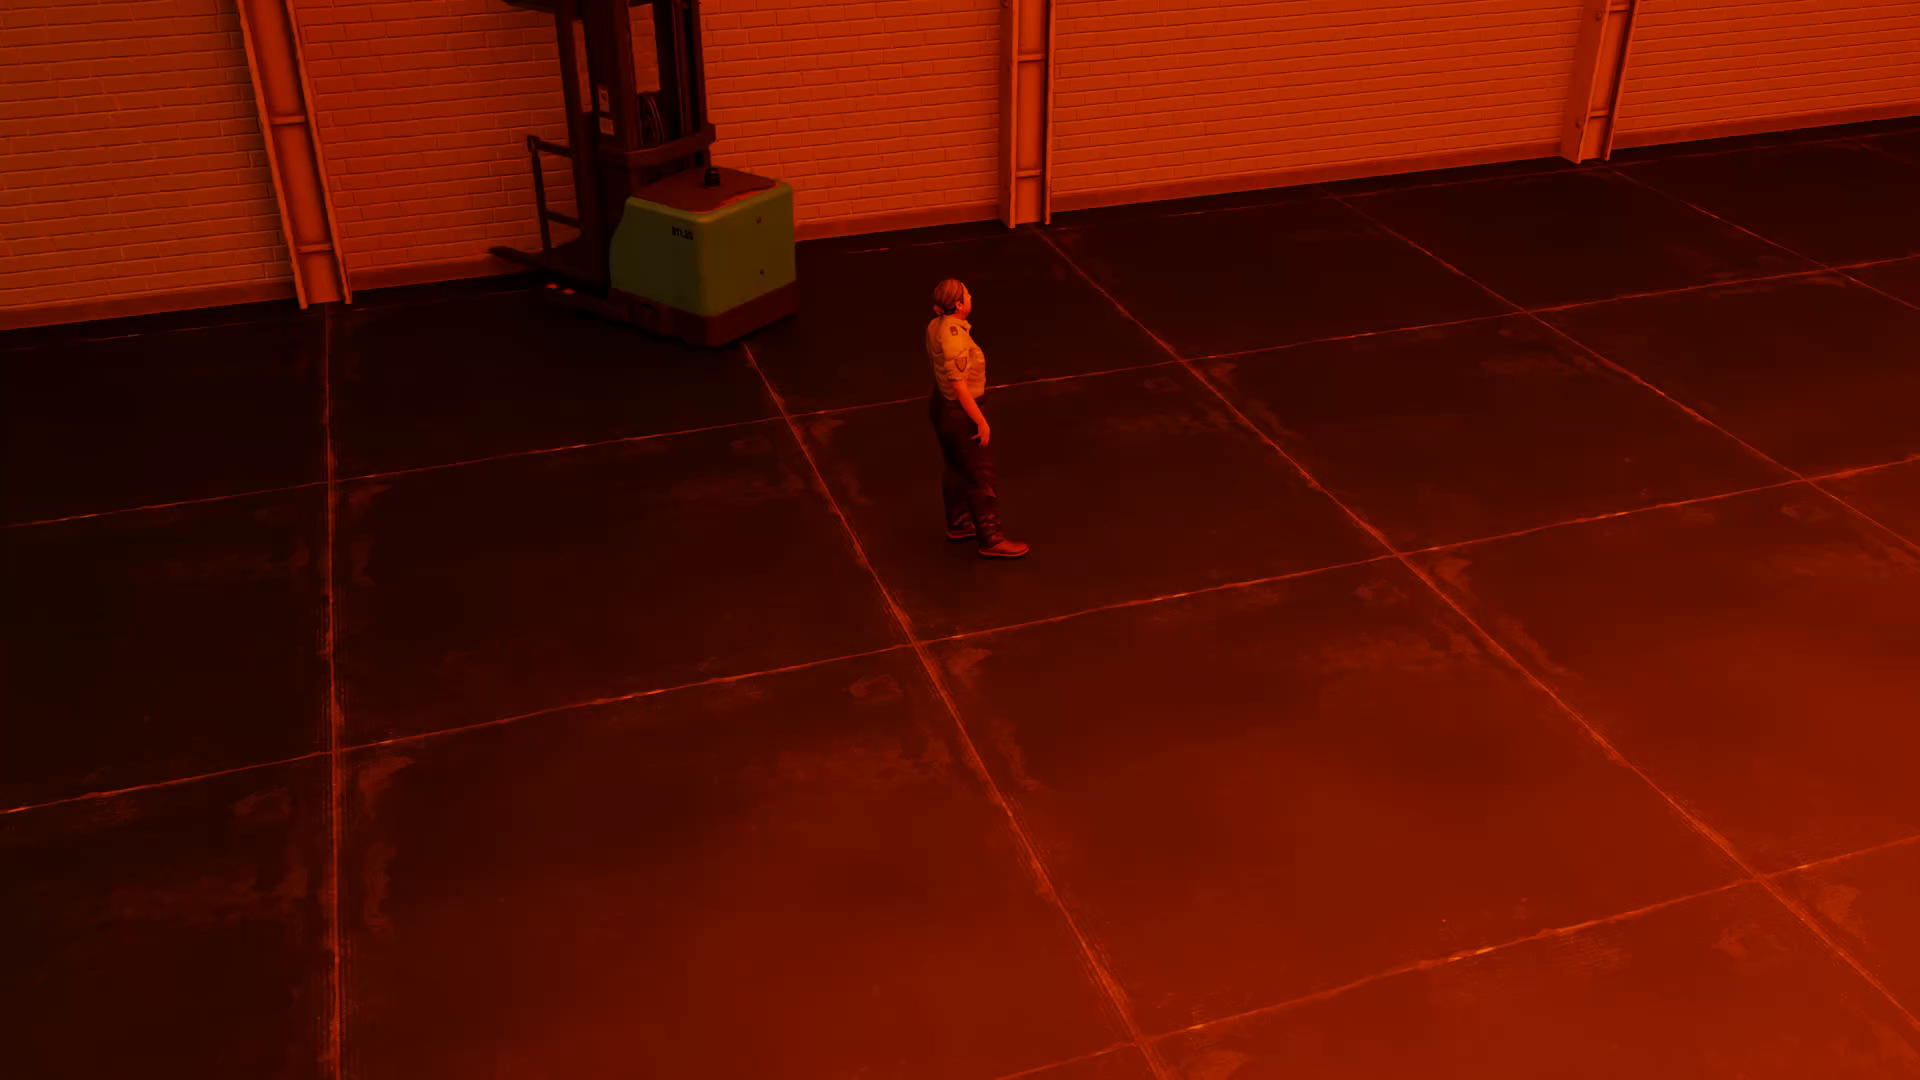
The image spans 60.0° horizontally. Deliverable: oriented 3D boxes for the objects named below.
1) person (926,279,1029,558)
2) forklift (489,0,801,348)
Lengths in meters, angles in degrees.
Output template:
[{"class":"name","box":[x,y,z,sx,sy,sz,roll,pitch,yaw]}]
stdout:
[{"class":"person","box":[0.093,-0.724,9.618,0.502,1.651,0.598,-10,31,-16]},{"class":"forklift","box":[-2.739,-3.282,12.791,3.031,2.935,1.130,20,36,31]}]
